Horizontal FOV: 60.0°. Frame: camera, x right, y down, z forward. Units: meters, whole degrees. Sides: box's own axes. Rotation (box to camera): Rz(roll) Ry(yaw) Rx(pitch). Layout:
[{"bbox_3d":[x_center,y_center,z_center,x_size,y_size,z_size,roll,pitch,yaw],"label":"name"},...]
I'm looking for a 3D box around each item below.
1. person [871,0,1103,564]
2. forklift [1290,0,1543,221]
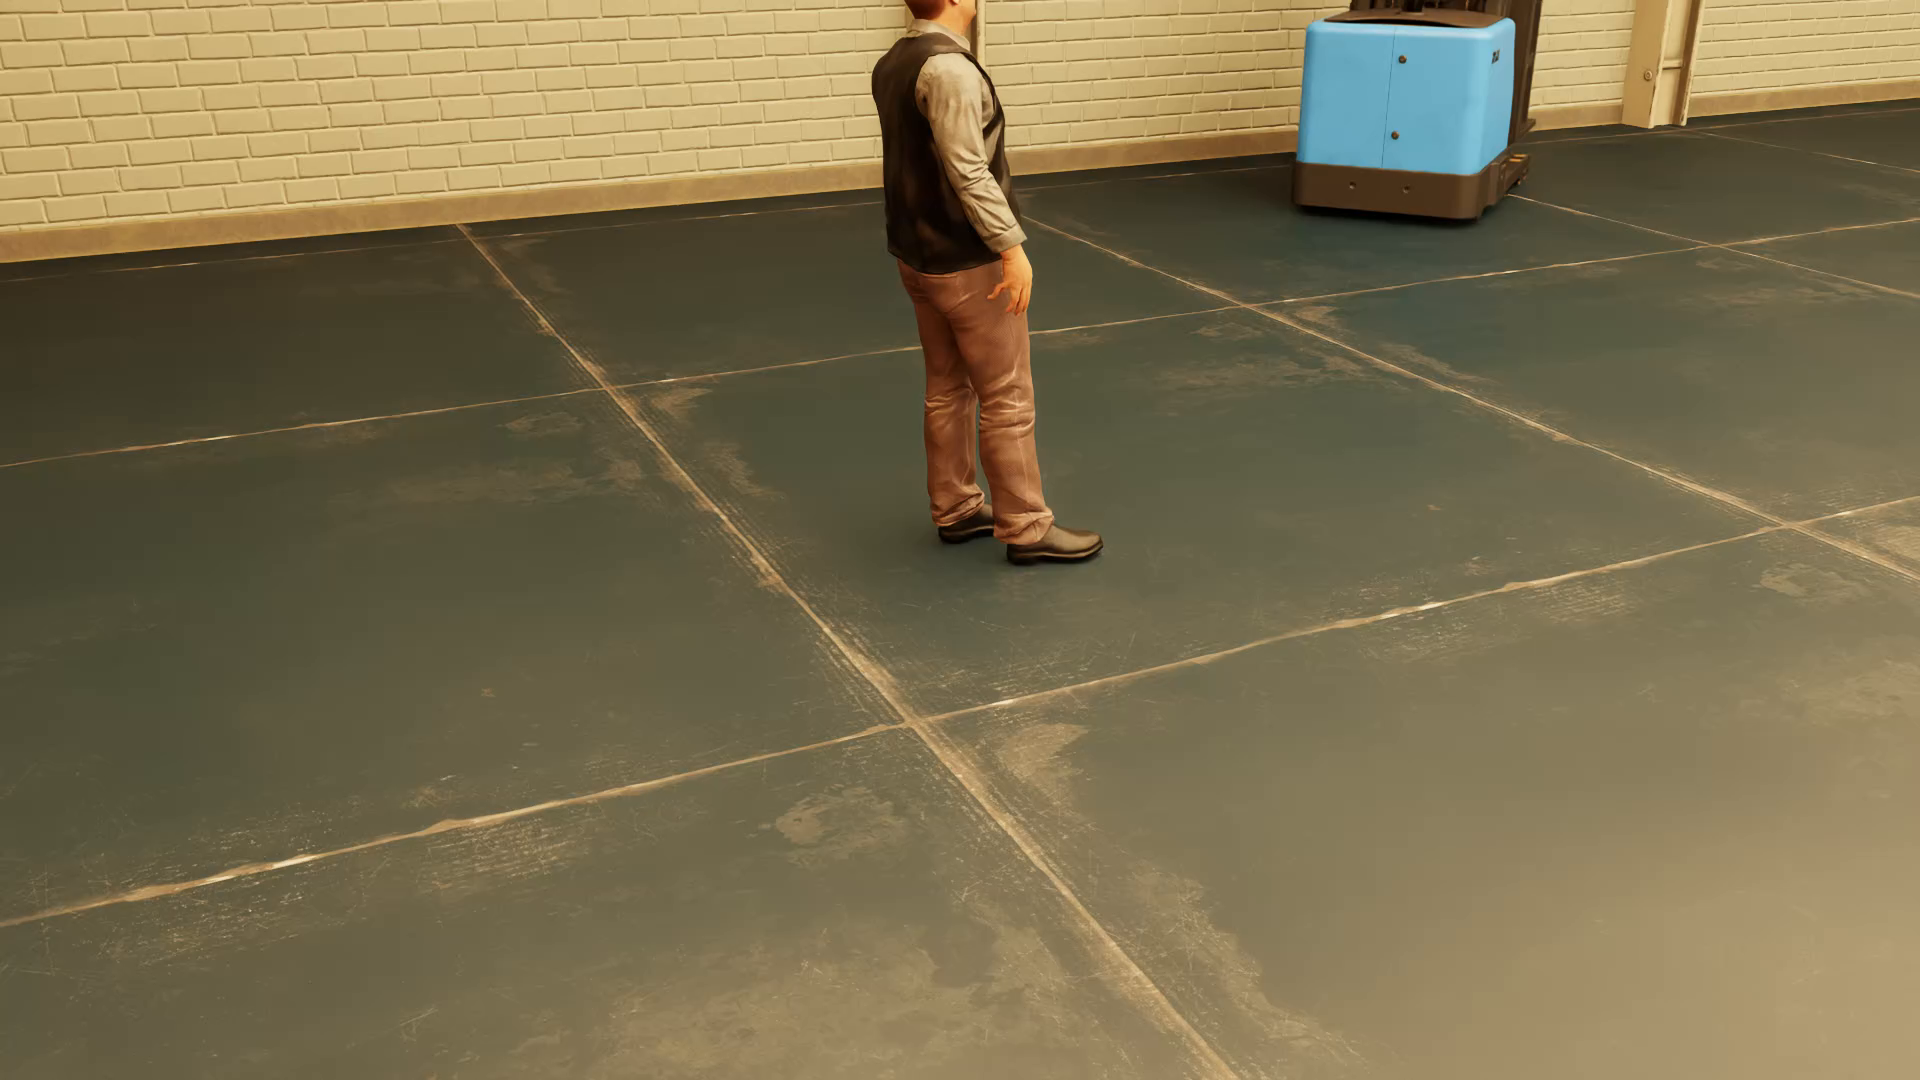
[{"bbox_3d":[0.059,-0.809,4.791,0.568,1.720,0.632,-10,25,-23],"label":"person"},{"bbox_3d":[3.013,-3.660,10.096,1.130,2.935,3.031,11,25,24],"label":"forklift"}]
